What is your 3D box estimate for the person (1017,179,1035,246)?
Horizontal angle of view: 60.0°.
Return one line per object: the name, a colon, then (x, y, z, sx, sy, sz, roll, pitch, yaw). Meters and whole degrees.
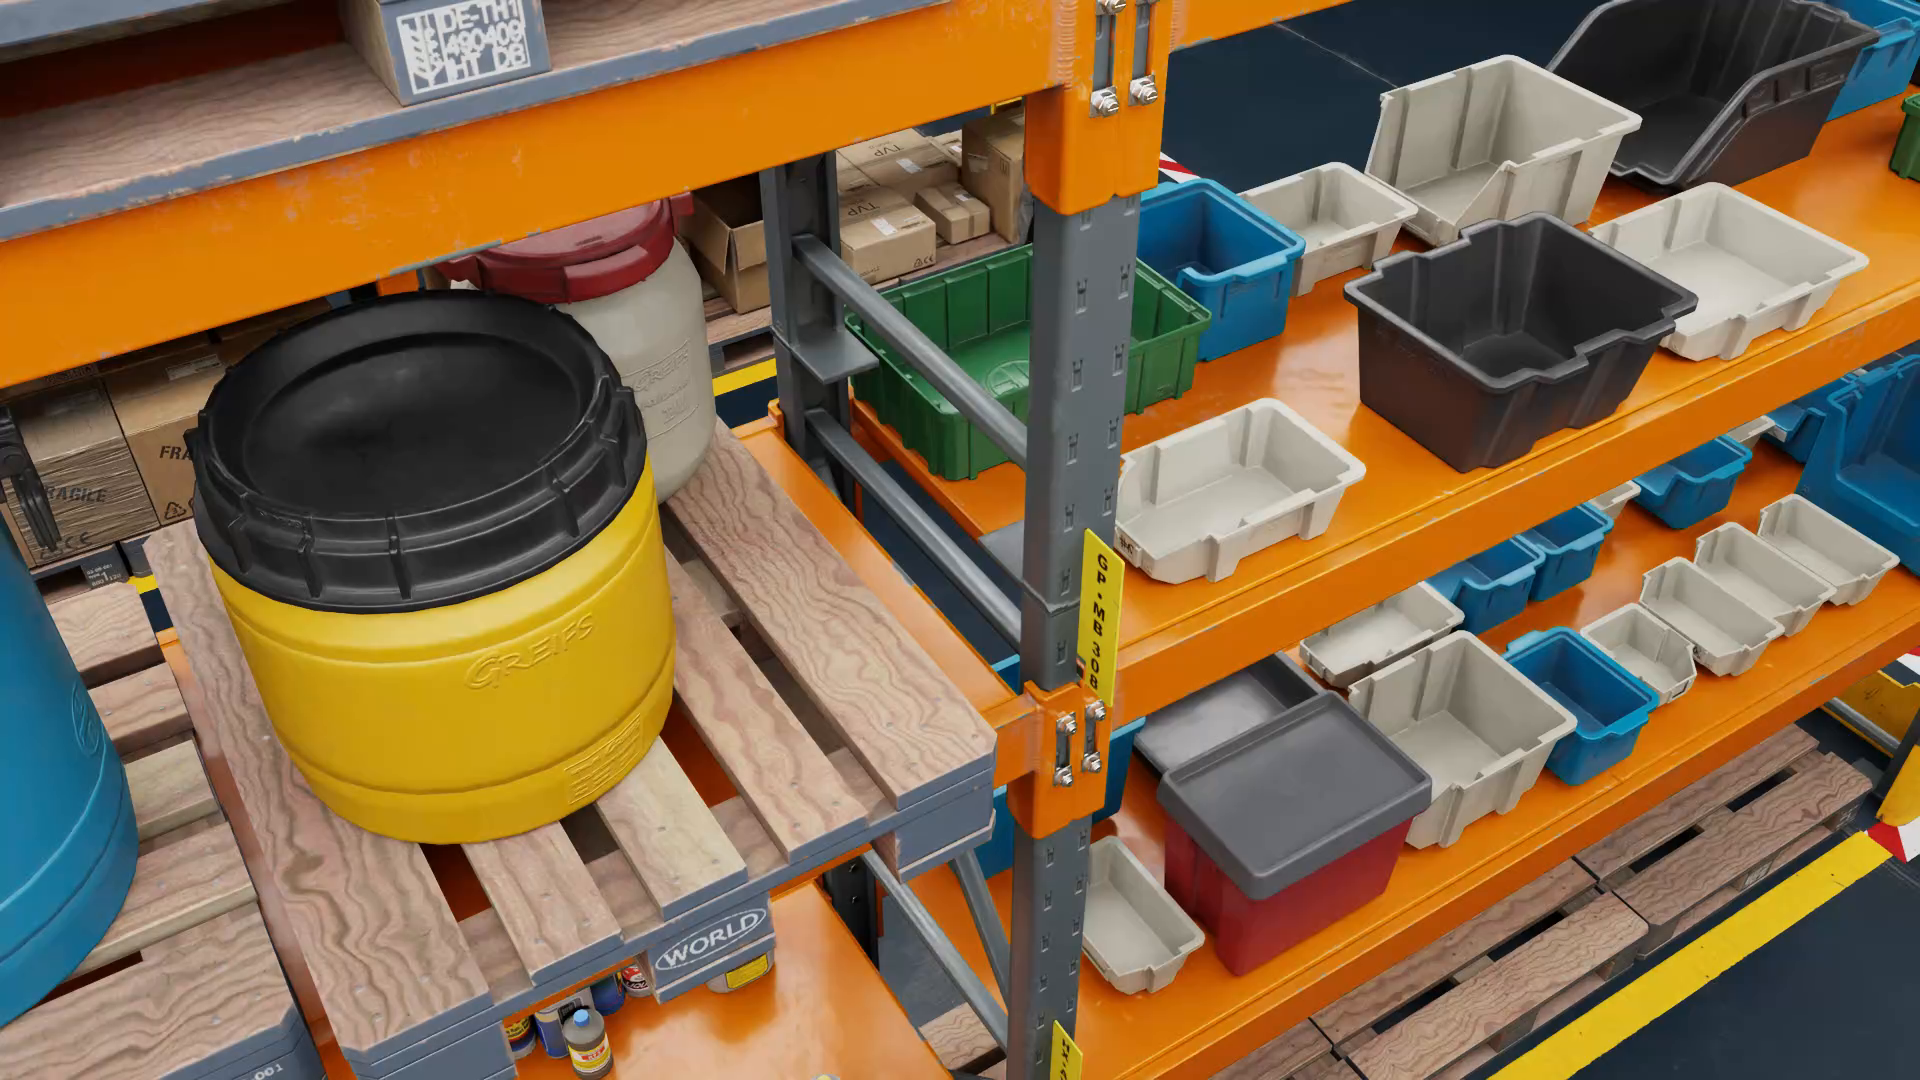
person: (0.494, -1.302, 7.704, 0.955, 1.690, 0.531, -30, 49, -30)
